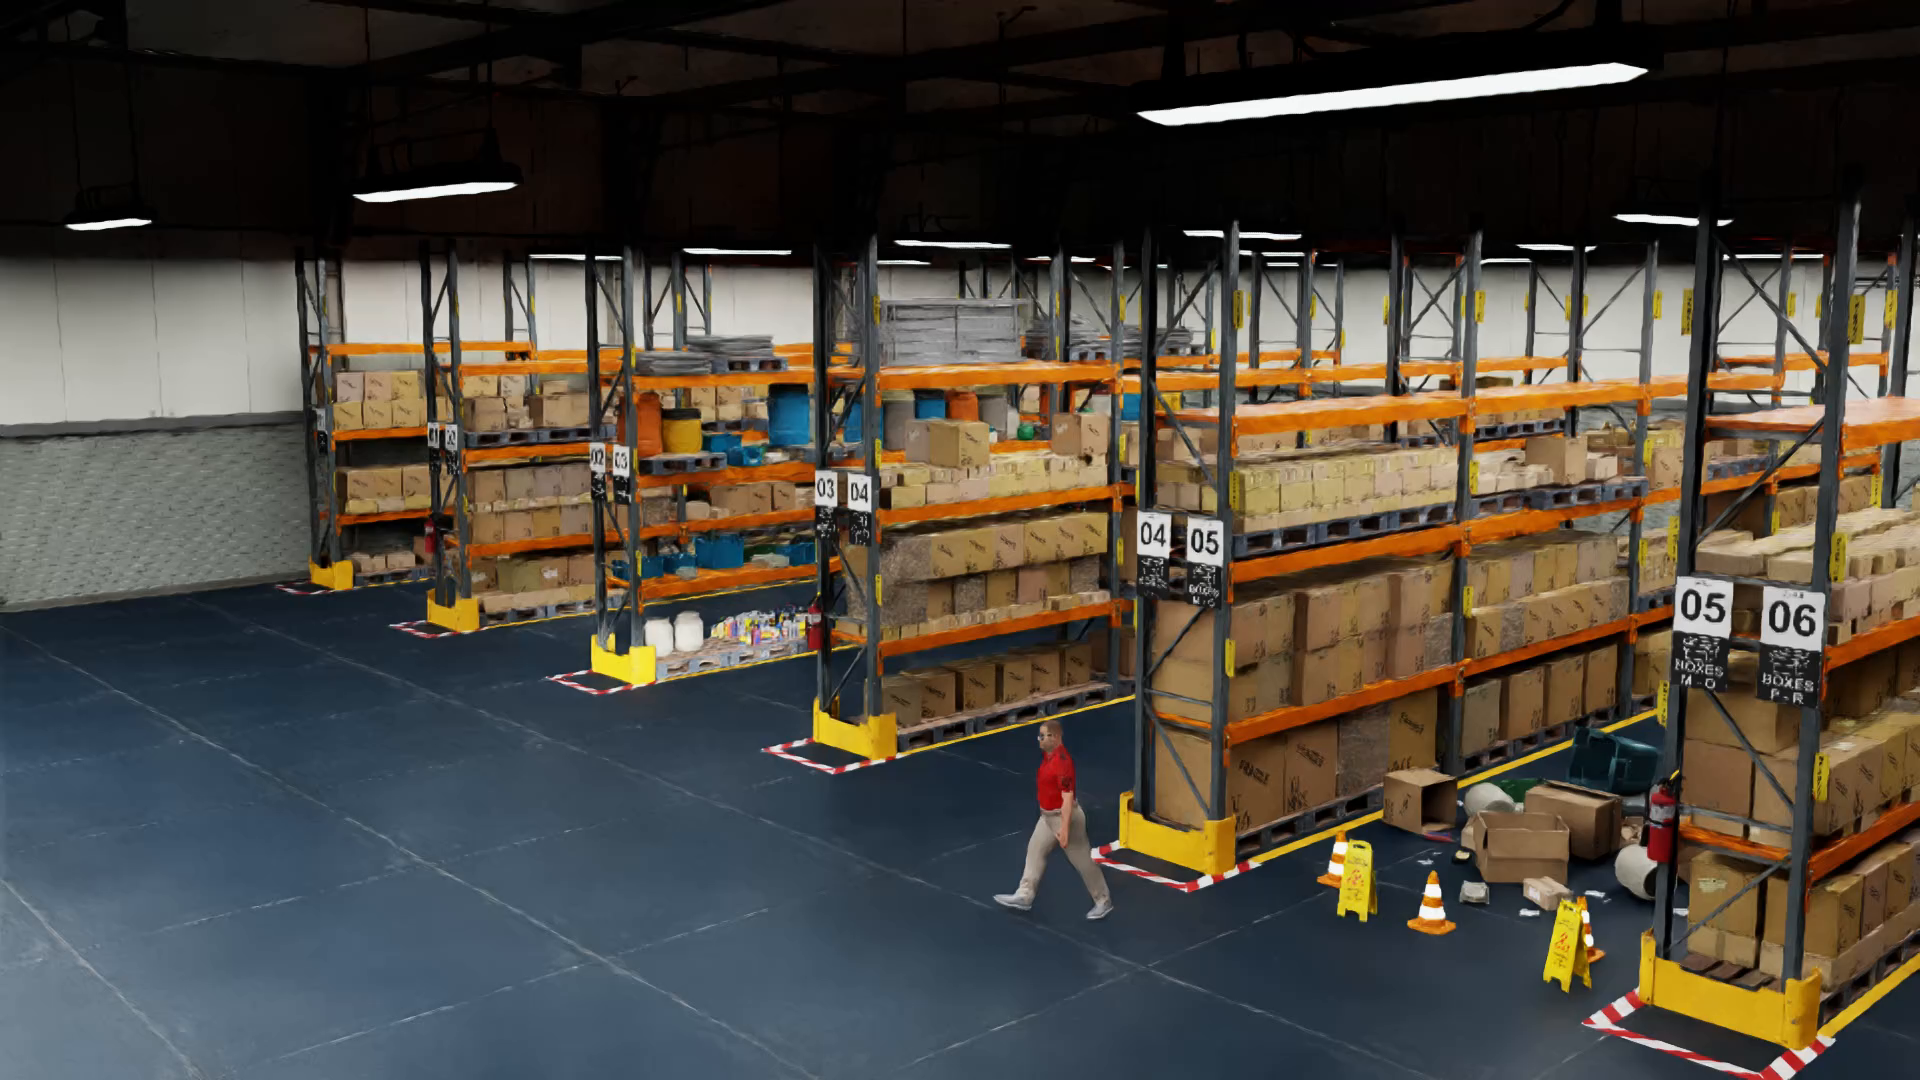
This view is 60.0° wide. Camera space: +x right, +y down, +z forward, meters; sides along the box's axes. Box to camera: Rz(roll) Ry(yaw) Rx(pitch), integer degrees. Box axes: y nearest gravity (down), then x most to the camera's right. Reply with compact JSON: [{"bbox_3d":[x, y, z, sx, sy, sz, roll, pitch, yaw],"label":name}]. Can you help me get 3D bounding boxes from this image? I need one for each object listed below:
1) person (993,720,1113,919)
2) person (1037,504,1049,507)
[{"bbox_3d":[0.799,2.315,13.853,0.949,1.678,0.586,-2,9,-14],"label":"person"},{"bbox_3d":[1.321,0.234,25.935,1.116,1.705,0.566,-7,11,-40],"label":"person"}]
